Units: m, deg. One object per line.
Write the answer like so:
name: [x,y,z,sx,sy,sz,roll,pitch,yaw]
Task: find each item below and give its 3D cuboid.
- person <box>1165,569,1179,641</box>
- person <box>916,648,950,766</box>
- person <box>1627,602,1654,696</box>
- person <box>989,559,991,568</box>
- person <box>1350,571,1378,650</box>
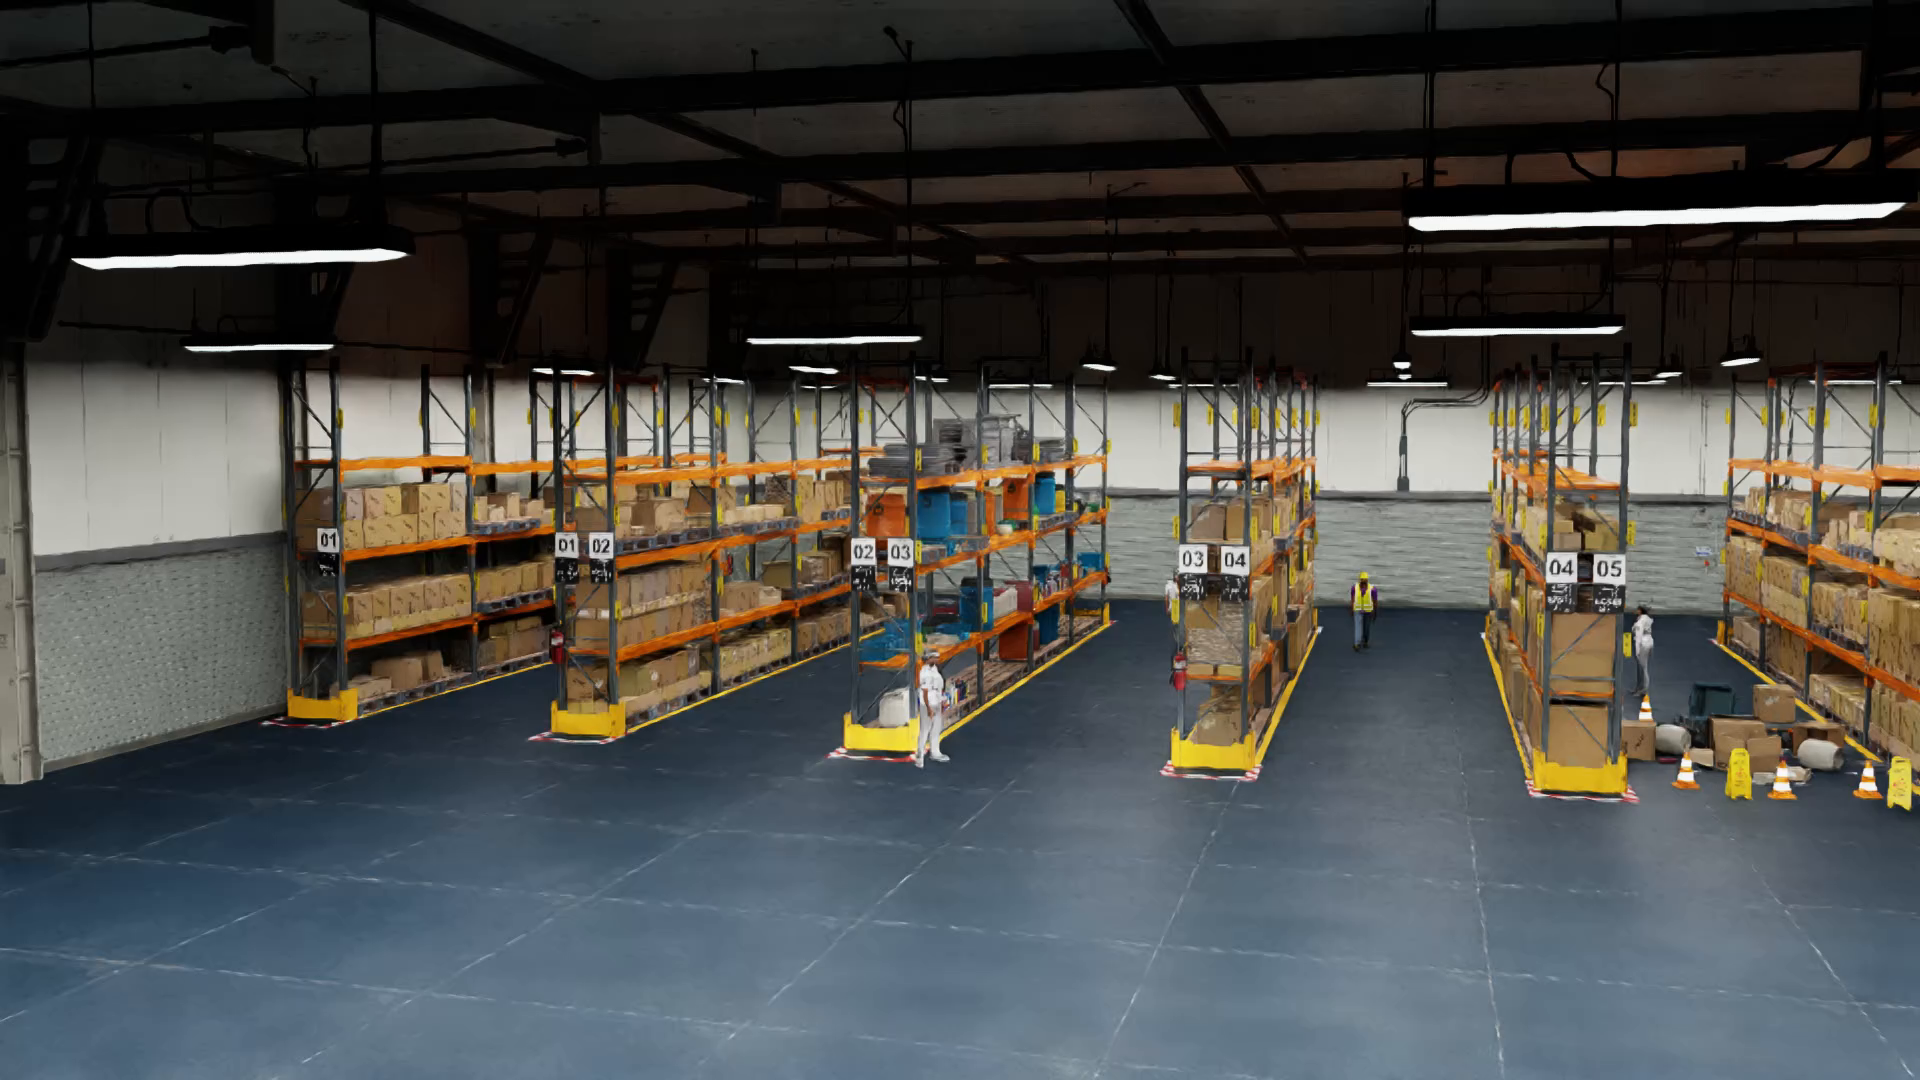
person: [4.778,1.459,36.643,0.542,1.675,1.126,1,4,17]
person: [-0.421,2.387,24.033,0.375,1.681,0.634,2,5,26]
person: [12.272,1.953,30.017,0.525,1.677,0.455,-4,6,-44]
person: [0.582,1.120,41.500,0.600,1.666,0.572,0,4,0]
person: [8.721,1.512,35.906,0.575,1.689,1.128,1,4,13]
